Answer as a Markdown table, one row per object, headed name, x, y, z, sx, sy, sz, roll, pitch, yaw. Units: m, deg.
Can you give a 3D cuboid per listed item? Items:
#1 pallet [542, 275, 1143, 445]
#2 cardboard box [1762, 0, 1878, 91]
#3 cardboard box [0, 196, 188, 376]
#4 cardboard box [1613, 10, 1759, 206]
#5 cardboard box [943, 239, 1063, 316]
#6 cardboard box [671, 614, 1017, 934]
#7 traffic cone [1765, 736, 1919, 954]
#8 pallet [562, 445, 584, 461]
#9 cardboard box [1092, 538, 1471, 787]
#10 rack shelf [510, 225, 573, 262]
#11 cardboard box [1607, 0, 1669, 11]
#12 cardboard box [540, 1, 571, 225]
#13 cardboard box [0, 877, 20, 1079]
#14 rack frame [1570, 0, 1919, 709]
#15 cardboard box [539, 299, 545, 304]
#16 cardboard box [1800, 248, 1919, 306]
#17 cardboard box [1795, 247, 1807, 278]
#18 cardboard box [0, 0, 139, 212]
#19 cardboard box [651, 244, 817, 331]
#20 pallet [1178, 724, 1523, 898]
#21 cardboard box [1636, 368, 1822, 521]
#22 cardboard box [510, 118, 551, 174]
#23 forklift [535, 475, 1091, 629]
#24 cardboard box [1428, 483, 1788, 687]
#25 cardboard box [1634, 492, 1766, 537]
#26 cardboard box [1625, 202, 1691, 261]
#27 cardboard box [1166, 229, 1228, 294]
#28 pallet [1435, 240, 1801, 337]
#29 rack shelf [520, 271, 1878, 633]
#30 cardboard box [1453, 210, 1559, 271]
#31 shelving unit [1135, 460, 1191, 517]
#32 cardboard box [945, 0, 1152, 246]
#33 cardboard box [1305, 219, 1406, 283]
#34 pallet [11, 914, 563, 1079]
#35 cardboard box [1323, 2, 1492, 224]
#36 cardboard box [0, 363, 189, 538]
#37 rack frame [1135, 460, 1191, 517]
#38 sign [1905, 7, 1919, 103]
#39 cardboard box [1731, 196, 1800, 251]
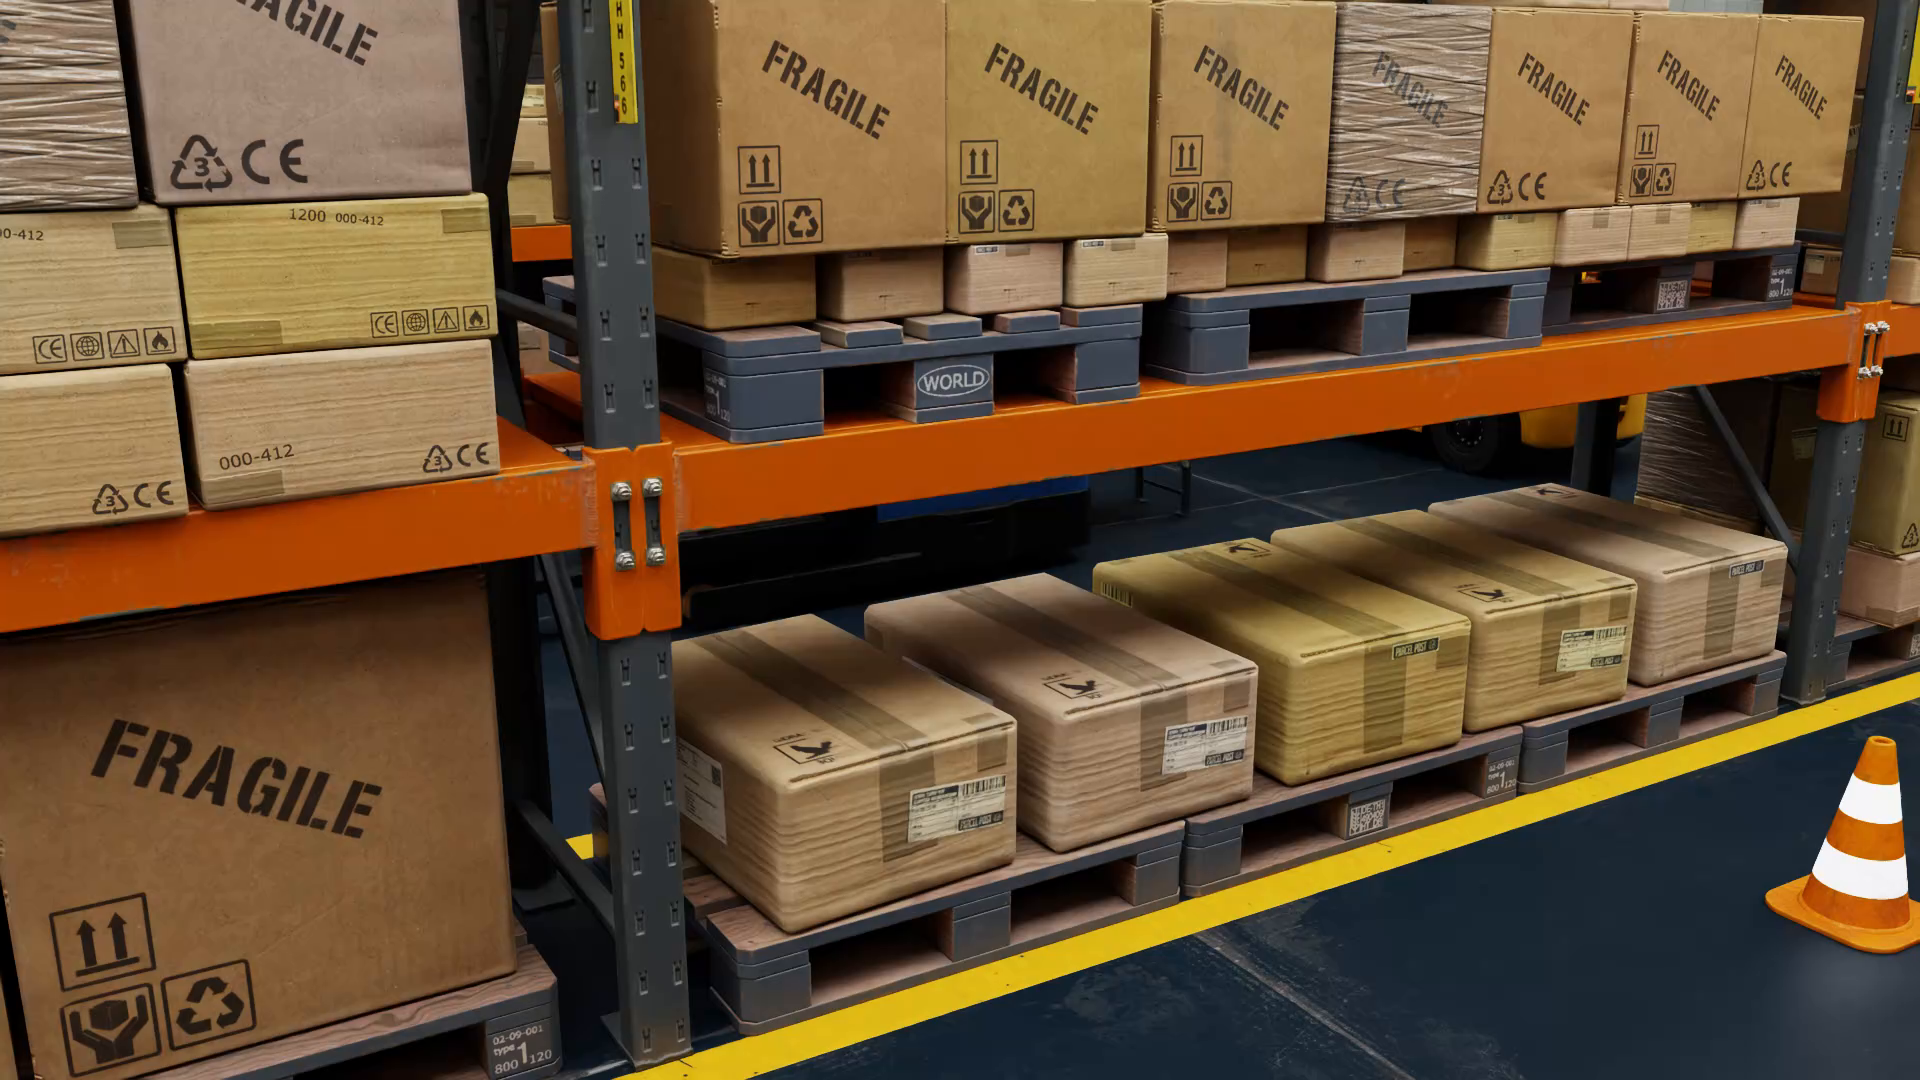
| name | x | y | z | sx | sy | sz | roll | pitch | yaw |
| --- | --- | --- | --- | --- | --- | --- | --- | --- | --- |
| pallet | -0.320 | -0.492 | 3.963 | 1.003 | 0.211 | 1.213 | -9 | 18 | -30 |
| cardboard box | 3.042 | -1.700 | 5.330 | 0.500 | 0.500 | 0.700 | -9 | 18 | -30 |
| cardboard box | -1.598 | -0.431 | 2.741 | 0.500 | 0.250 | 0.500 | -10 | 18 | -31 |
| cardboard box | 1.851 | -1.224 | 4.704 | 0.500 | 0.500 | 0.500 | -9 | 18 | -29 |
| cardboard box | 0.017 | -0.603 | 3.691 | 0.250 | 0.149 | 0.380 | -11 | 19 | -33 |
| cardboard box | -0.386 | 0.526 | 4.066 | 0.625 | 0.372 | 0.950 | -11 | 19 | -33 |
| traffic cone | 2.211 | 0.701 | 4.051 | 0.334 | 0.463 | 0.336 | -9 | 18 | -30 |
| pallet | -1.665 | -0.540 | 8.944 | 1.213 | 0.211 | 1.003 | -9 | 18 | -30 |
| cardboard box | 0.895 | 0.318 | 4.810 | 0.625 | 0.372 | 0.950 | -9 | 18 | -28 |
| rack shelf | -1.721 | -1.540 | 8.680 | 4.000 | 0.370 | 1.077 | -9 | 18 | -30 |
| cardboard box | 1.690 | -1.507 | 4.514 | 0.250 | 0.149 | 0.380 | -10 | 18 | -31 |
| cardboard box | -0.629 | -0.982 | 3.840 | 0.500 | 0.500 | 0.500 | -10 | 18 | -31 |
| cardboard box | -2.277 | 0.560 | 3.013 | 0.875 | 0.875 | 0.875 | -9 | 18 | -29 |
| rack frame | 2.553 | -1.017 | 5.479 | 0.127 | 3.000 | 1.000 | -9 | 18 | -30 |
| cardboard box | -1.760 | -0.937 | 8.817 | 0.625 | 0.625 | 0.875 | -10 | 19 | -32 |
| cardboard box | 2.988 | -0.865 | 5.405 | 0.250 | 0.149 | 0.380 | -9 | 18 | -30 |
| cardboard box | 2.882 | -1.047 | 6.054 | 0.250 | 0.149 | 0.380 | -9 | 18 | -28 |
| cardboard box | -1.620 | -0.785 | 2.614 | 0.500 | 0.500 | 0.500 | -9 | 18 | -29 |
| cardboard box | -0.501 | -0.544 | 3.481 | 0.250 | 0.149 | 0.380 | -10 | 19 | -33 |
| pallet | 0.840 | 0.605 | 4.860 | 1.213 | 0.211 | 1.003 | -9 | 18 | -30 |
| cardboard box | 2.922 | -0.400 | 6.207 | 0.500 | 0.500 | 0.500 | -9 | 18 | -30 |
| cardboard box | -2.041 | -1.920 | 8.054 | 0.500 | 0.250 | 0.500 | -10 | 18 | -31 |
| forklift | -0.971 | -1.242 | 6.411 | 3.031 | 2.935 | 1.130 | -9 | 18 | -30 |
| cardboard box | 2.105 | 0.120 | 5.515 | 0.625 | 0.372 | 0.950 | -9 | 18 | -29 |
| cardboard box | 2.921 | -0.039 | 6.309 | 0.500 | 0.250 | 0.500 | -8 | 18 | -27 |
| cardboard box | 1.816 | -0.886 | 4.700 | 0.250 | 0.149 | 0.380 | -10 | 18 | -31 |
| cardboard box | 0.429 | -0.688 | 3.994 | 0.250 | 0.149 | 0.380 | -8 | 18 | -26 |
| pallet | 1.823 | -0.852 | 5.246 | 1.213 | 0.211 | 1.003 | -9 | 18 | -30 |
| rack shelf | 0.839 | -0.392 | 4.585 | 4.000 | 0.370 | 1.077 | -9 | 18 | -30 |
| cardboard box | 1.372 | -0.824 | 4.480 | 0.250 | 0.149 | 0.380 | -9 | 18 | -30 |
| shelving unit | 0.650 | -0.827 | 7.580 | 0.755 | 1.500 | 0.431 | -9 | 18 | -30 |
| cardboard box | 0.072 | -0.937 | 3.682 | 0.500 | 0.500 | 0.500 | -8 | 18 | -27 |
| cardboard box | 0.909 | -0.757 | 4.242 | 0.250 | 0.149 | 0.380 | -9 | 18 | -28 |
| pallet | -1.590 | 0.974 | 3.543 | 1.213 | 0.211 | 1.003 | -9 | 18 | -30 |
| cardboard box | 0.957 | -1.080 | 4.192 | 0.500 | 0.500 | 0.500 | -10 | 19 | -32 |
| cardboard box | -1.605 | -0.183 | 2.785 | 0.500 | 0.250 | 0.500 | -9 | 18 | -29 |
| rack frame | 0.965 | -0.877 | 7.761 | 0.023 | 1.500 | 0.400 | -9 | 18 | -30 |
| sign | 2.842 | -1.446 | 4.867 | 0.005 | 0.325 | 0.100 | -9 | 18 | -30 |
| cardboard box | 2.254 | -0.963 | 4.974 | 0.250 | 0.149 | 0.380 | -9 | 18 | -29 |
